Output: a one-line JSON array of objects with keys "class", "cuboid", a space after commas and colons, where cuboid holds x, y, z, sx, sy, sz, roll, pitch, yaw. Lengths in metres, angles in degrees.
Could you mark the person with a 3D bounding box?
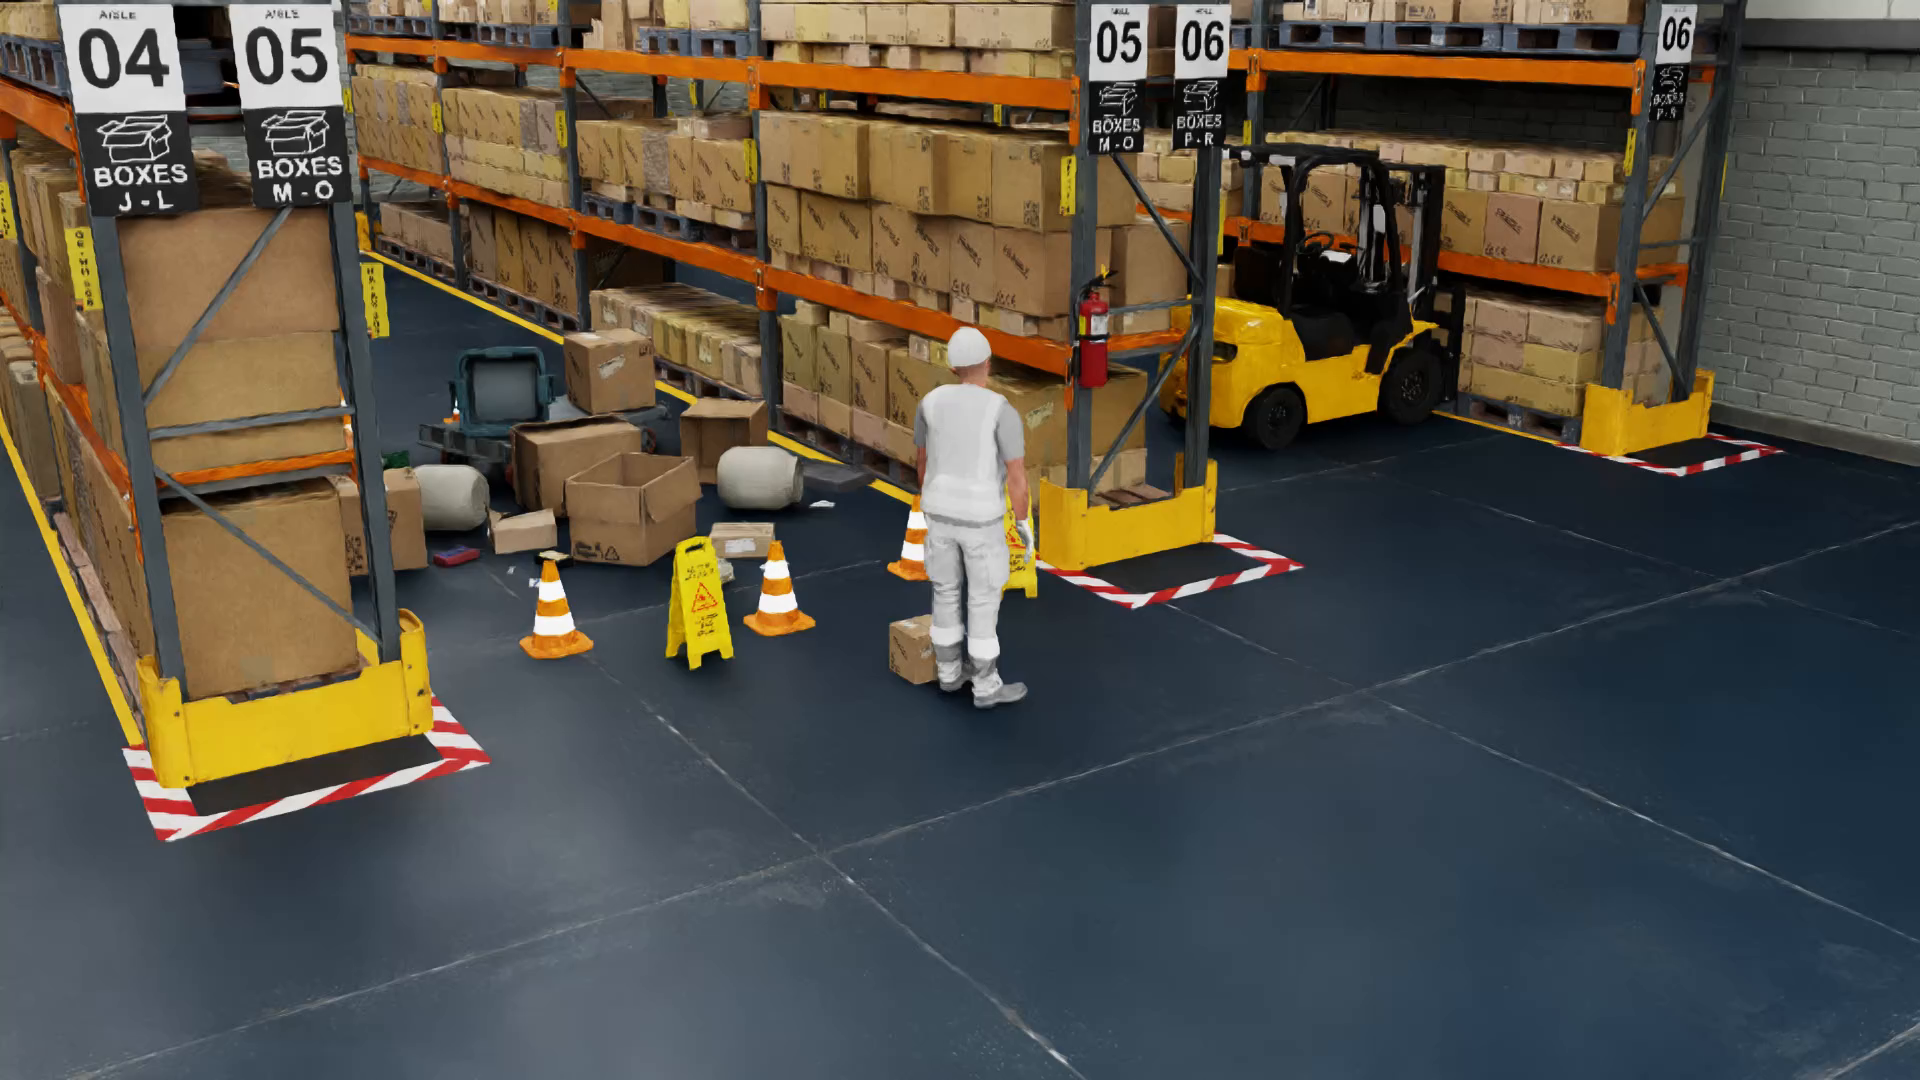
[{"class": "person", "cuboid": [0.094, -0.109, 7.771, 0.607, 1.790, 0.465, 8, 19, 22]}]
